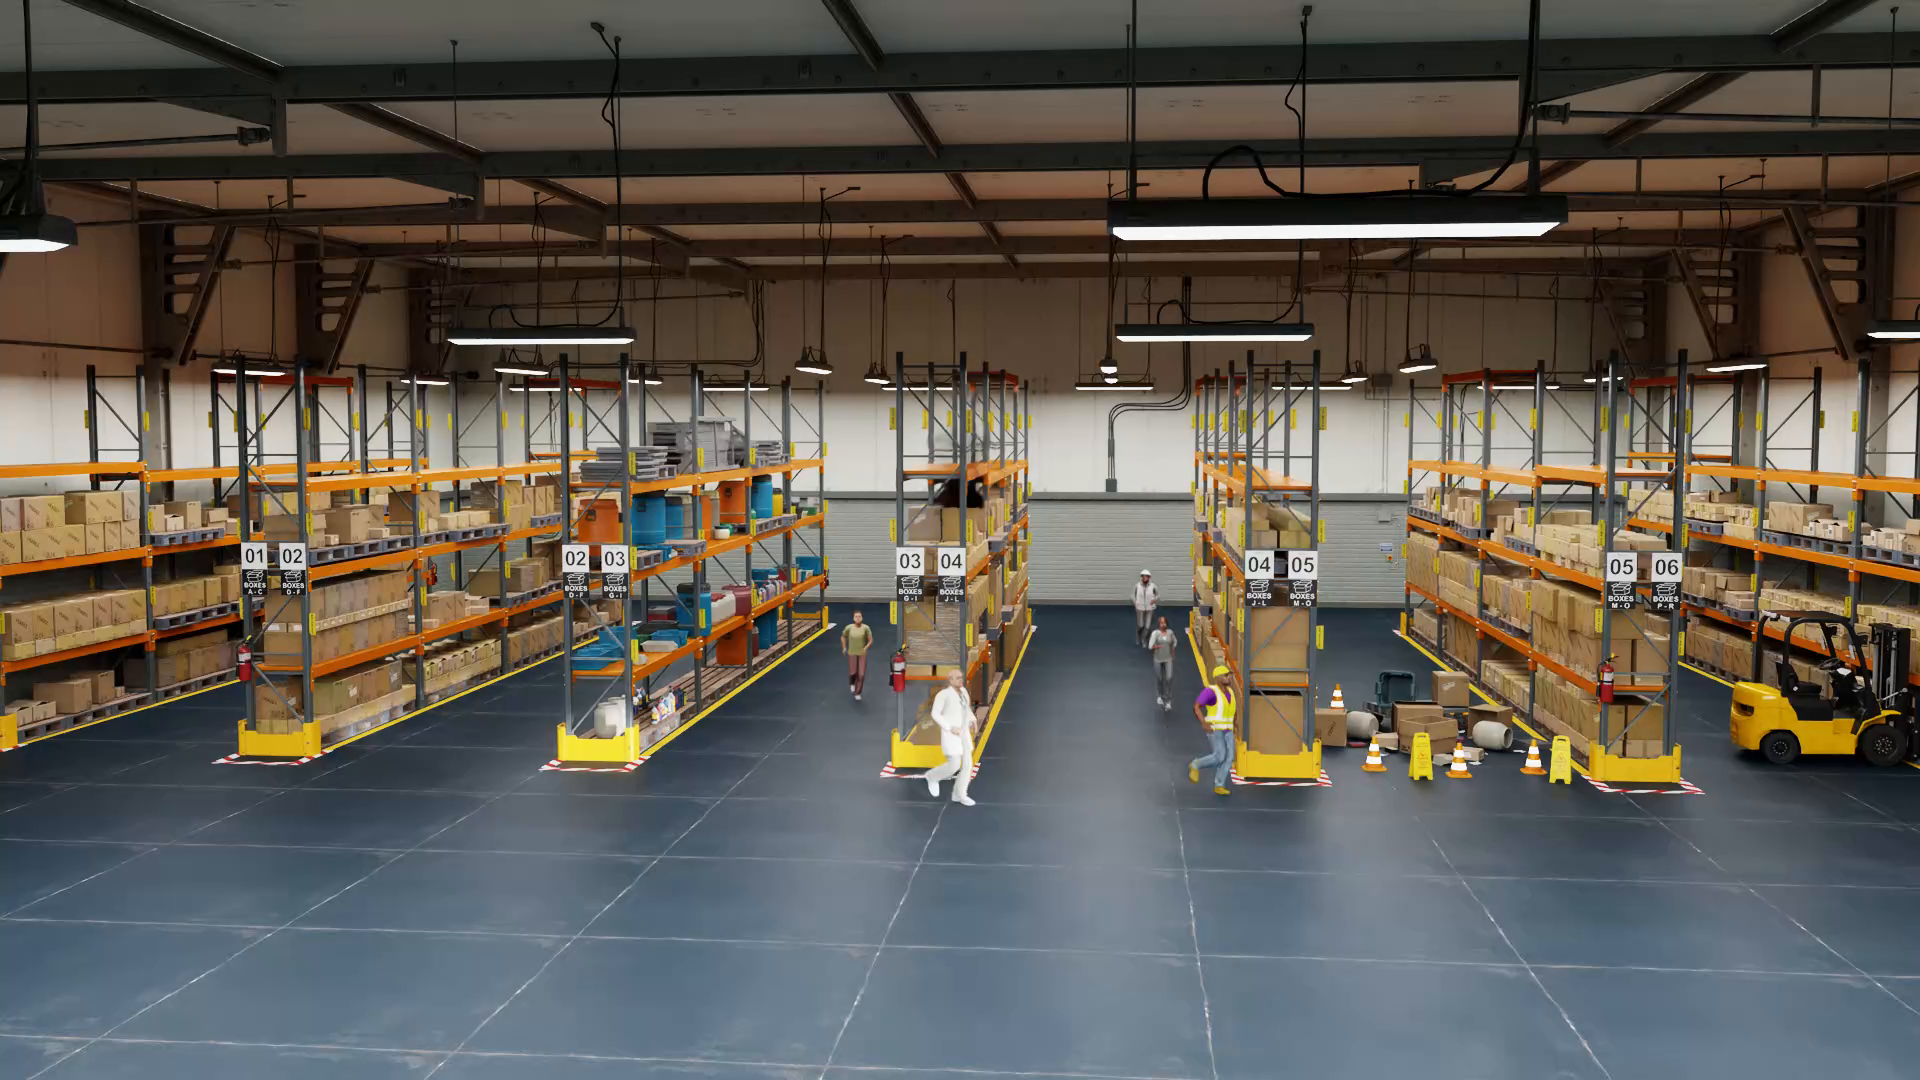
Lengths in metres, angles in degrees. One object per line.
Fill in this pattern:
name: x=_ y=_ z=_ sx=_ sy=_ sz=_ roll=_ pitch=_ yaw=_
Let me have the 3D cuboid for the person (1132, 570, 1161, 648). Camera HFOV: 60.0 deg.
person: x=4.097 y=1.531 z=36.633 sx=0.647 sy=1.741 sz=0.588 roll=1 pitch=4 yaw=8

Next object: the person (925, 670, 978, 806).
person: x=-0.096 y=2.576 z=21.901 sx=0.772 sy=1.763 sz=0.738 roll=4 pitch=5 yaw=42

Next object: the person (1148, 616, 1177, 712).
person: x=3.533 y=2.154 z=28.951 sx=0.522 sy=1.615 sz=0.700 roll=0 pitch=4 yaw=1

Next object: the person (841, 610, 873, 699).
person: x=-1.847 y=2.069 z=29.909 sx=0.567 sy=1.619 sz=0.577 roll=0 pitch=4 yaw=-6

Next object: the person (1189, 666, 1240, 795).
person: x=3.510 y=2.560 z=22.527 sx=0.768 sy=1.714 sz=0.659 roll=-3 pitch=5 yaw=-40
